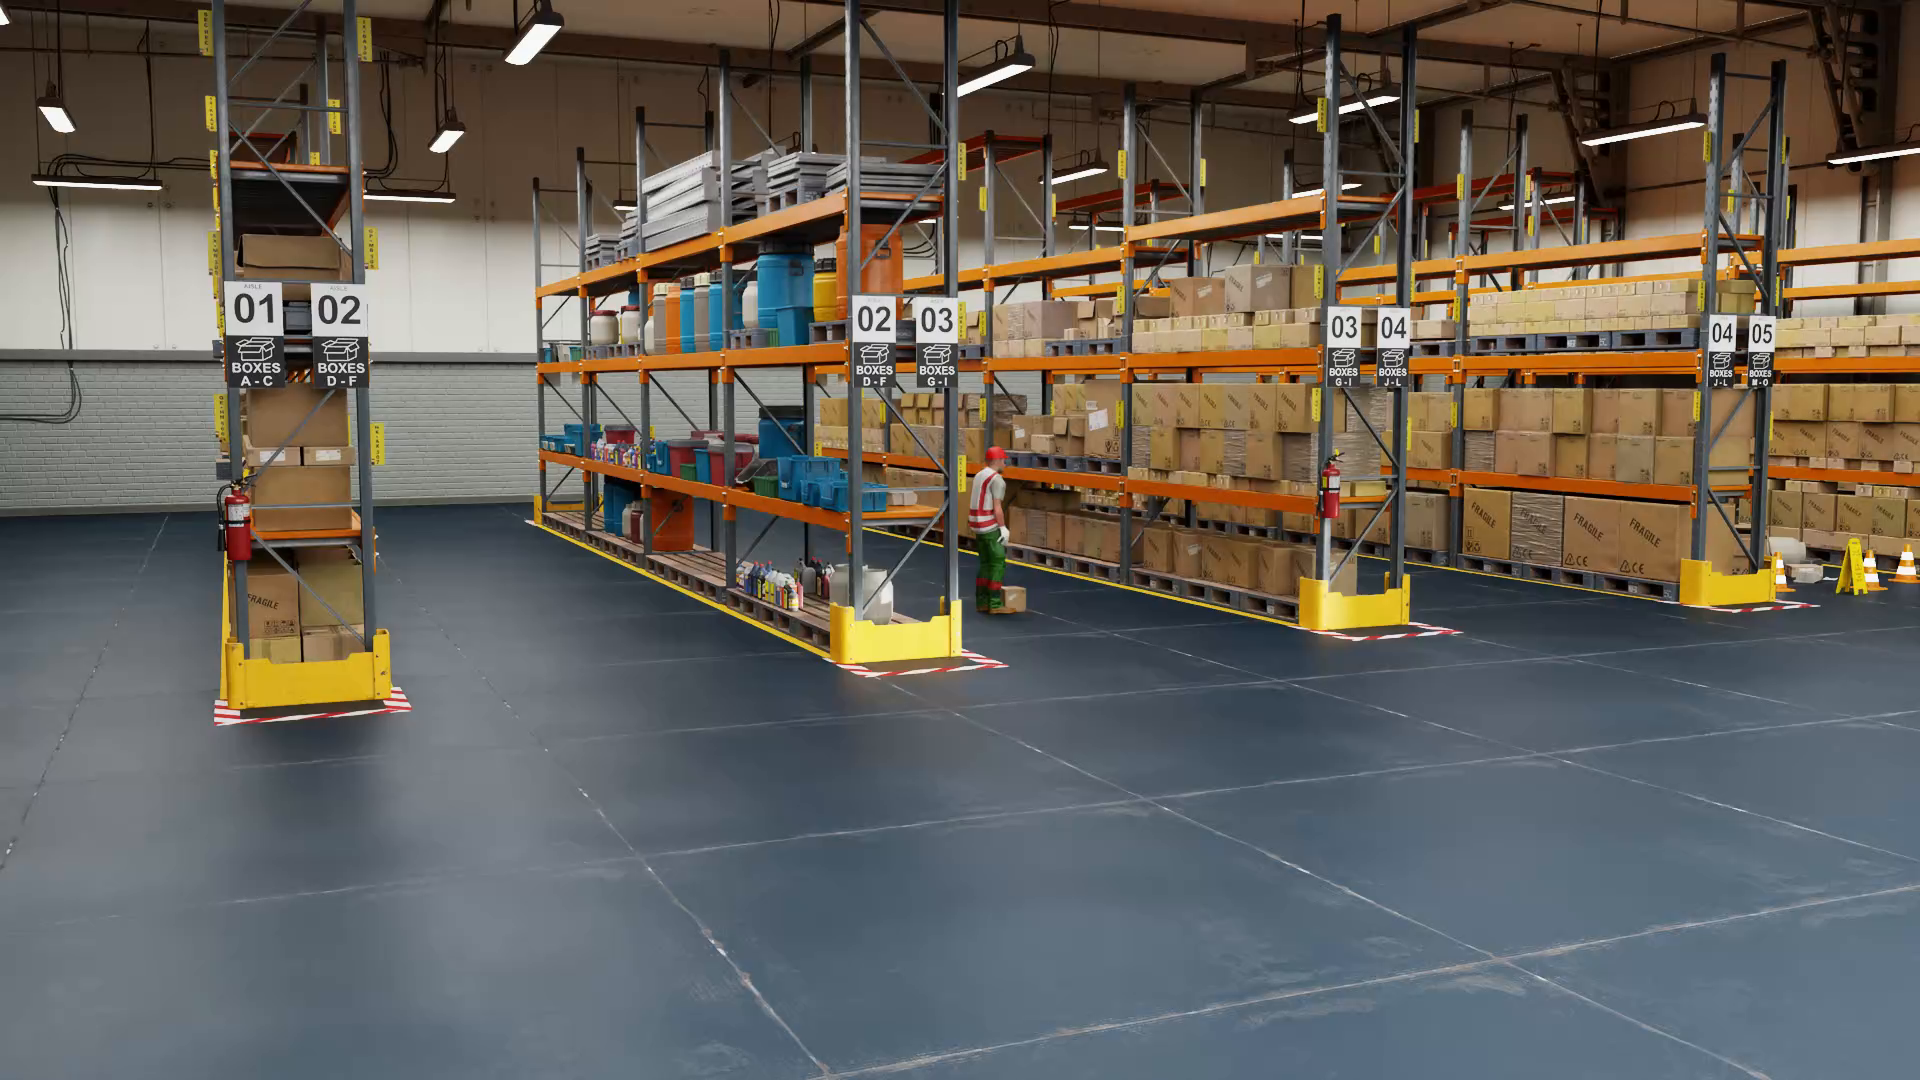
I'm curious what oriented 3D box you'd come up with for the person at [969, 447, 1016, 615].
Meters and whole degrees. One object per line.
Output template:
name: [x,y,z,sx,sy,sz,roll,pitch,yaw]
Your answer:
person: [0.341,-0.110,17.813,0.454,1.777,0.606,-3,6,-26]
